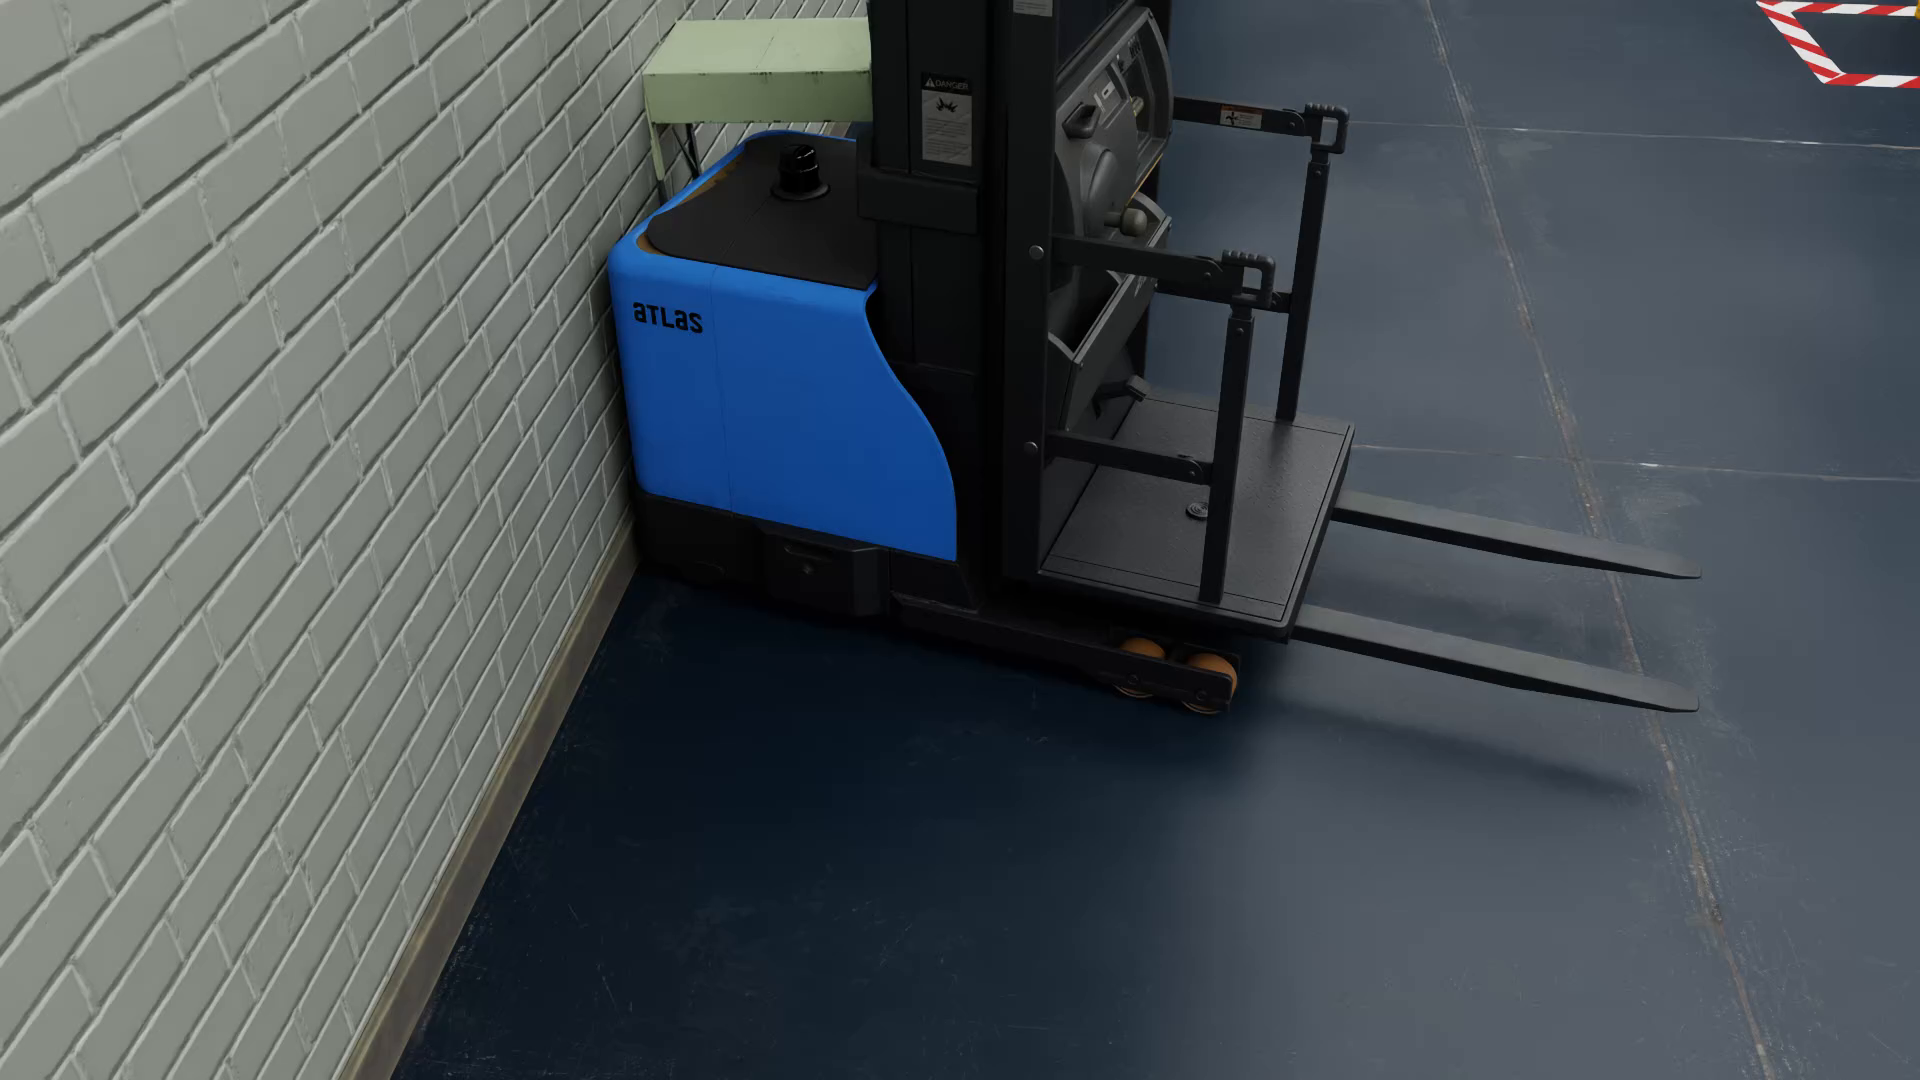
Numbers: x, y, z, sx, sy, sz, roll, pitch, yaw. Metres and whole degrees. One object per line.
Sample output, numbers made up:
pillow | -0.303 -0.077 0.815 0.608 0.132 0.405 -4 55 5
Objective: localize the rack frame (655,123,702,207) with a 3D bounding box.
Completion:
rack frame | -0.897 -1.079 5.416 0.023 1.500 0.400 2 39 9

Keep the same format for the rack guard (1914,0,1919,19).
rack guard | 5.503 -2.855 8.820 0.348 0.500 1.175 4 36 6

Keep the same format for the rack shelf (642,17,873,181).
rack shelf | -0.563 -1.371 5.117 0.720 0.370 0.431 2 39 9

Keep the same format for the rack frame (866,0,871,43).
rack frame | -0.173 -1.057 5.307 0.023 1.500 0.400 2 39 9

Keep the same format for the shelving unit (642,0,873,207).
shelving unit | -0.535 -1.068 5.362 0.755 1.500 0.431 2 39 9

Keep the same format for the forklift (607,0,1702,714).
forklift | 0.589 -1.065 4.219 3.031 2.935 1.130 12 37 17
